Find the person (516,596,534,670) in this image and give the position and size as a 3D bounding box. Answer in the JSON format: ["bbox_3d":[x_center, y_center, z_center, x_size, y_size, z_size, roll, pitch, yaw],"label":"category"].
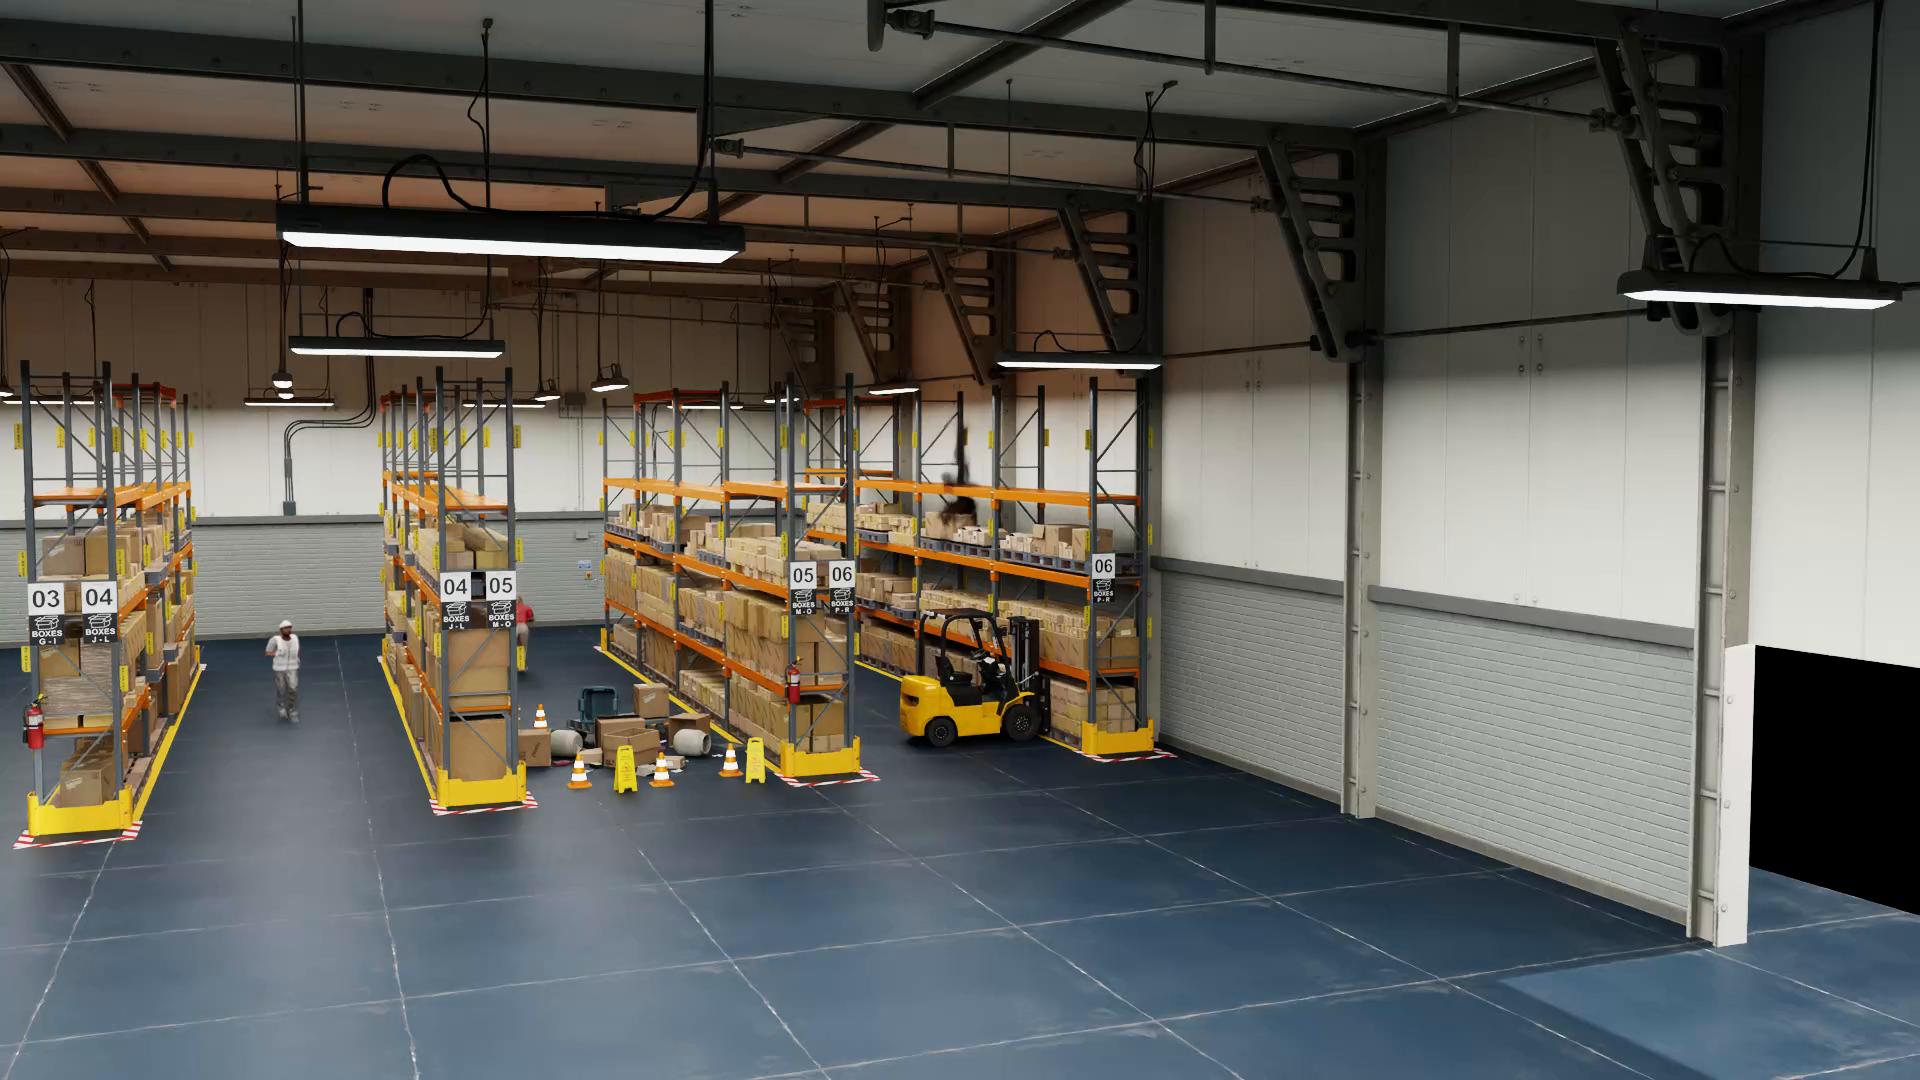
[{"bbox_3d":[-9.584,2.063,36.030,0.702,1.665,1.013,-1,4,-15],"label":"person"}]

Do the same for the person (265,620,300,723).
[{"bbox_3d":[-12.004,2.350,29.546,0.644,1.849,0.779,-2,4,-35],"label":"person"}]
